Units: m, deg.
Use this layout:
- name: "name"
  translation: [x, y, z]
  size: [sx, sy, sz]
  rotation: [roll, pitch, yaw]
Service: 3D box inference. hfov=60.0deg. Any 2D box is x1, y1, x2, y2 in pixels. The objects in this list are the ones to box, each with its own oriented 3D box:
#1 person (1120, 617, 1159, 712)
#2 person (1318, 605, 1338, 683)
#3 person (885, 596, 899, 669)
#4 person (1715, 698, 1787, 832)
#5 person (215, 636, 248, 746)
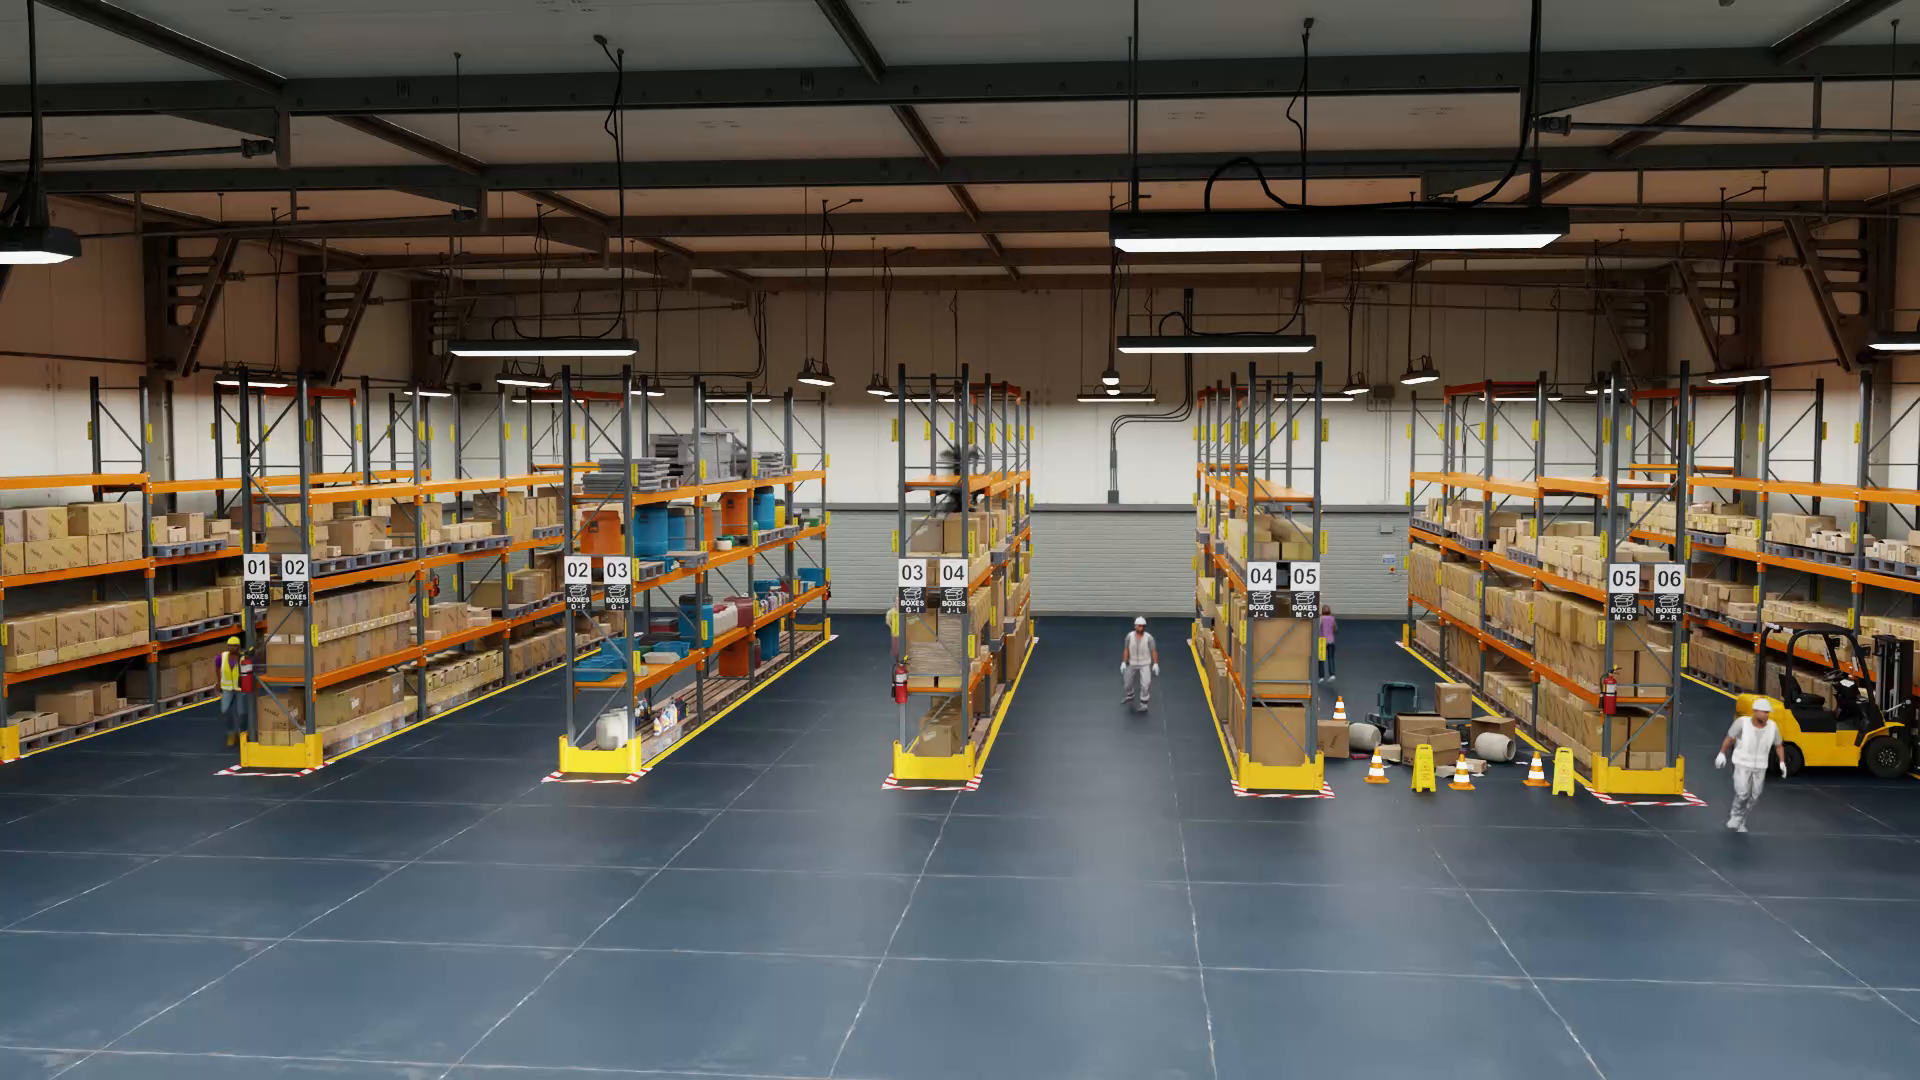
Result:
- name: "person"
  translation: [3.238, 2.222, 29.962]
  size: [0.812, 1.704, 0.696]
  rotation: [1, 4, 18]
- name: "person"
  translation: [7.285, 2.080, 33.045]
  size: [0.545, 1.573, 0.922]
  rotation: [0, 4, -2]
- name: "person"
  translation: [-1.255, 1.981, 34.129]
  size: [0.535, 1.691, 0.780]
  rotation: [0, 4, 7]
- name: "person"
  translation: [9.838, 2.806, 20.641]
  size: [0.673, 1.728, 0.714]
  rotation: [0, 4, 0]
- name: "person"
  translation: [-11.669, 2.427, 26.772]
  size: [0.645, 1.777, 0.824]
  rotation: [-1, 4, -13]
